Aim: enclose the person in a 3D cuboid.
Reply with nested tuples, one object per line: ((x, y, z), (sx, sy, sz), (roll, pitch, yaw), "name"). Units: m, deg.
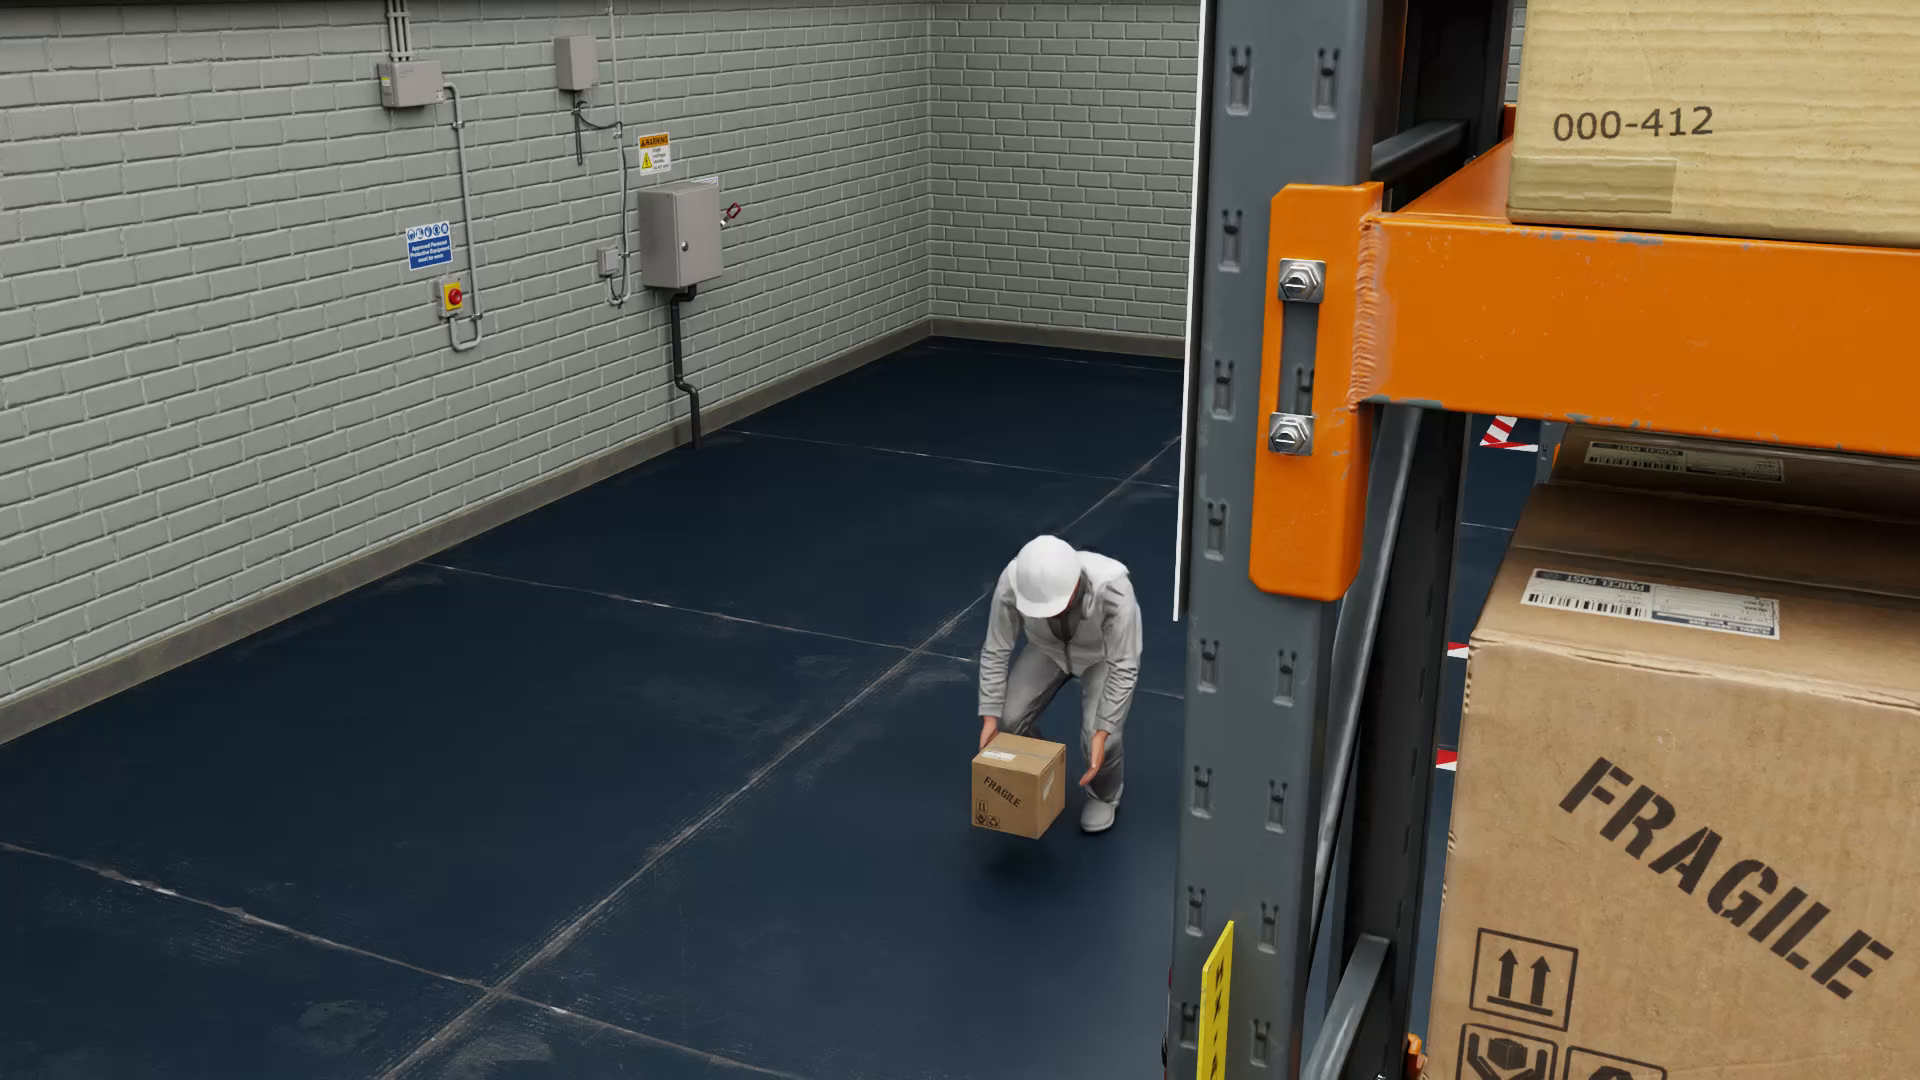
((0.403, 0.475, 5.991), (0.575, 1.222, 0.844), (8, 21, 23), "person")
